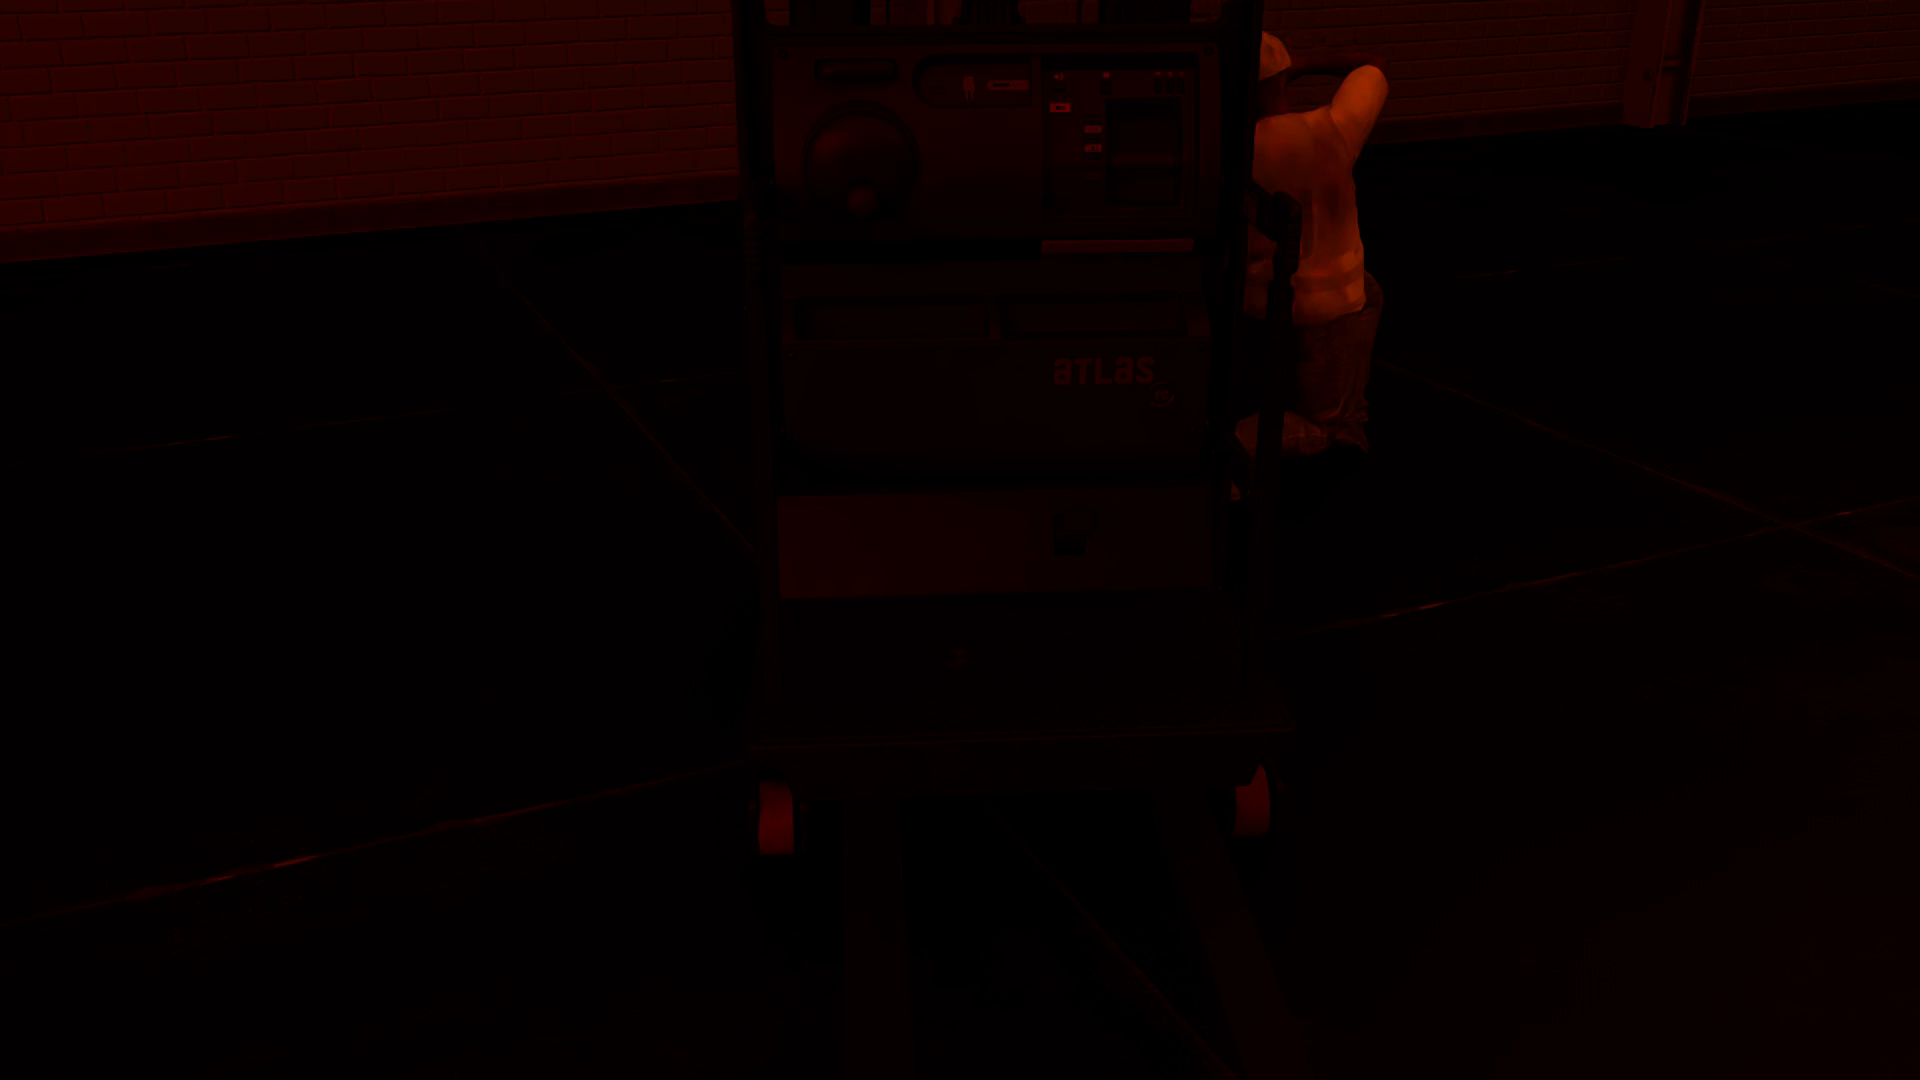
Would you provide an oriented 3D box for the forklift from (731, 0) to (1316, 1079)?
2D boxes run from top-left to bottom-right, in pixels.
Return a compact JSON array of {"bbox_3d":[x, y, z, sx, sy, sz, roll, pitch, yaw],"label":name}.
[{"bbox_3d":[0.095,-0.818,3.256,1.130,2.935,3.031,-2,23,-4],"label":"forklift"}]

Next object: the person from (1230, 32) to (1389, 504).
[{"bbox_3d":[0.907,-0.938,5.448,0.962,1.465,1.002,-19,29,-38],"label":"person"}]
